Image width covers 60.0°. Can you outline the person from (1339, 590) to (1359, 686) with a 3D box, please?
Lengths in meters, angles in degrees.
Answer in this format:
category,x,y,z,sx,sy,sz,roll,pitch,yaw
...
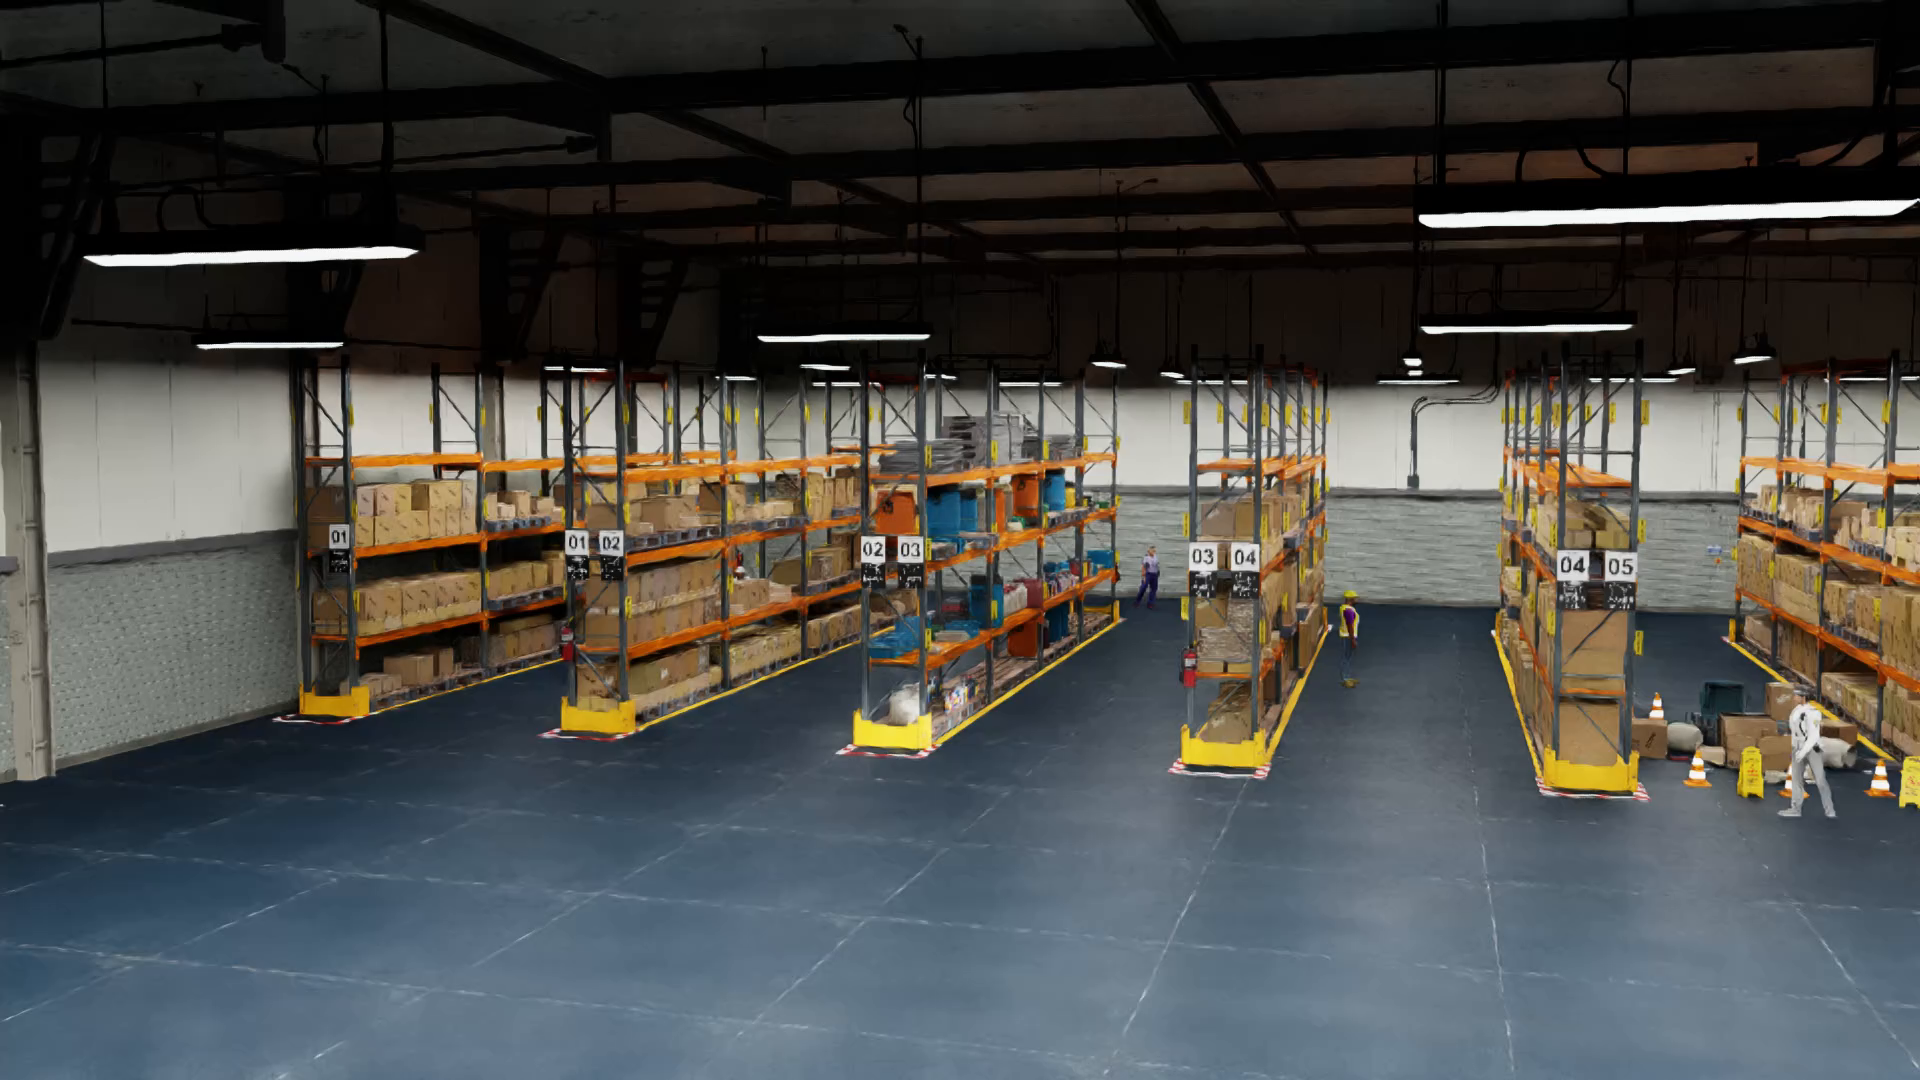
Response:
category,x,y,z,sx,sy,sz,roll,pitch,yaw
person,7.216,1.798,30.780,0.390,1.759,0.669,0,4,4

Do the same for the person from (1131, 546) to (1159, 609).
category,x,y,z,sx,sy,sz,roll,pitch,yaw
person,4.801,0.959,43.089,0.684,1.641,0.519,-2,5,-28

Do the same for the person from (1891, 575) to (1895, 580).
category,x,y,z,sx,sy,sz,roll,pitch,yaw
person,19.953,1.457,35.715,0.518,1.723,0.659,1,4,7

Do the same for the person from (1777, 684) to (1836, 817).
category,x,y,z,sx,sy,sz,roll,pitch,yaw
person,10.573,2.623,20.703,0.683,1.659,0.497,-1,4,-14

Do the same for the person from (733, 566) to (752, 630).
category,x,y,z,sx,sy,sz,roll,pitch,yaw
person,-4.795,1.412,36.579,0.719,1.714,0.578,1,4,14
